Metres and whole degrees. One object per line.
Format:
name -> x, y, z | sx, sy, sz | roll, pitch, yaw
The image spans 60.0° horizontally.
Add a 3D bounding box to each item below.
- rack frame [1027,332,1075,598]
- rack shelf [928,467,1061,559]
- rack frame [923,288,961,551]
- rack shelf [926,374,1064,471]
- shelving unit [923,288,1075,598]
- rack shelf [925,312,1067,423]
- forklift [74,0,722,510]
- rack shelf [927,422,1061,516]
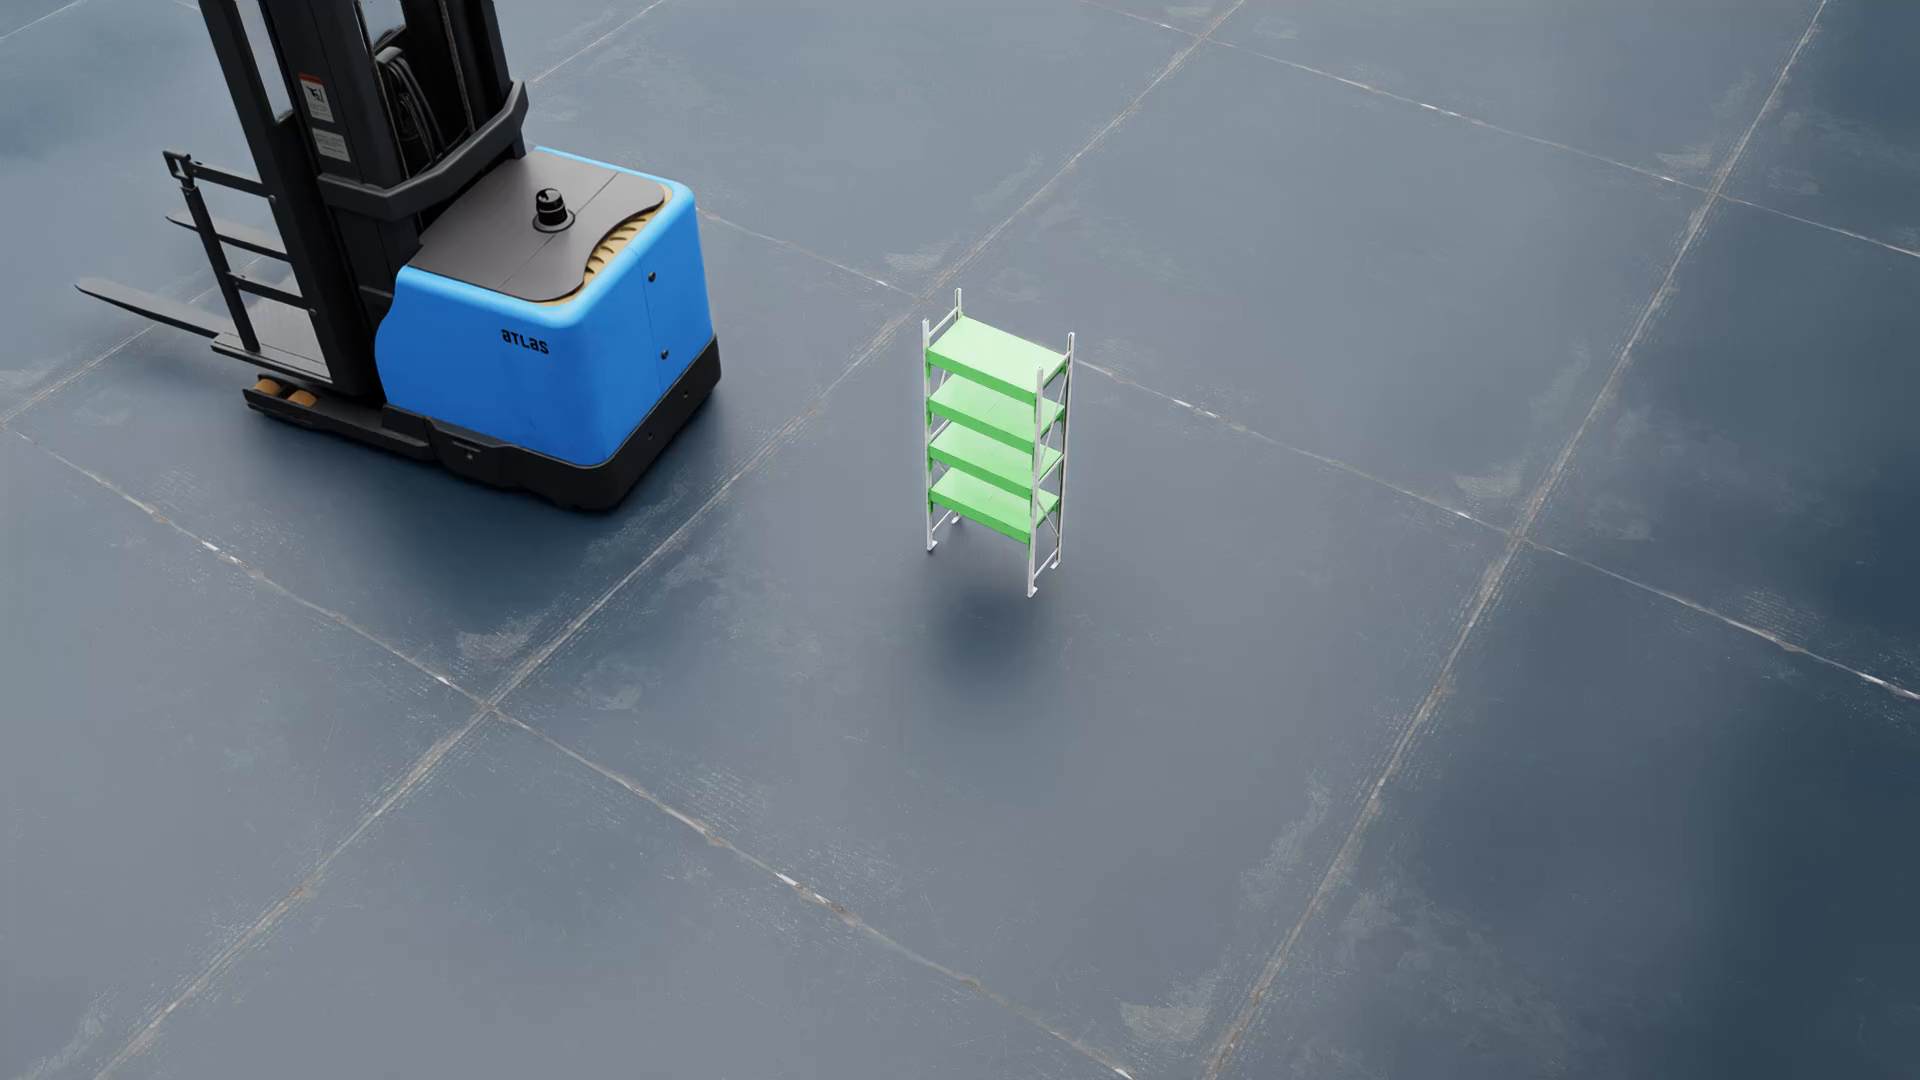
rack frame -> 0.345, -0.260, 6.387 | 0.015, 1.200, 0.240 | 25, 51, 22
rack shelf -> 0.139, -0.142, 6.697 | 0.480, 0.148, 0.258 | 25, 51, 22
rack frame -> -0.066, -0.449, 6.571 | 0.015, 1.200, 0.240 | 25, 51, 22
rack shelf -> 0.139, -0.477, 6.353 | 0.480, 0.148, 0.258 | 25, 51, 22
shelving unit -> 0.139, -0.354, 6.479 | 0.503, 1.200, 0.258 | 25, 51, 22
rack shelf -> 0.139, -0.644, 6.181 | 0.480, 0.148, 0.258 | 25, 51, 22
forklift -> -2.654, -1.854, 6.730 | 3.031, 2.935, 1.130 | 17, 48, 16
rack shelf -> 0.139, -0.310, 6.525 | 0.480, 0.148, 0.258 | 25, 51, 22
